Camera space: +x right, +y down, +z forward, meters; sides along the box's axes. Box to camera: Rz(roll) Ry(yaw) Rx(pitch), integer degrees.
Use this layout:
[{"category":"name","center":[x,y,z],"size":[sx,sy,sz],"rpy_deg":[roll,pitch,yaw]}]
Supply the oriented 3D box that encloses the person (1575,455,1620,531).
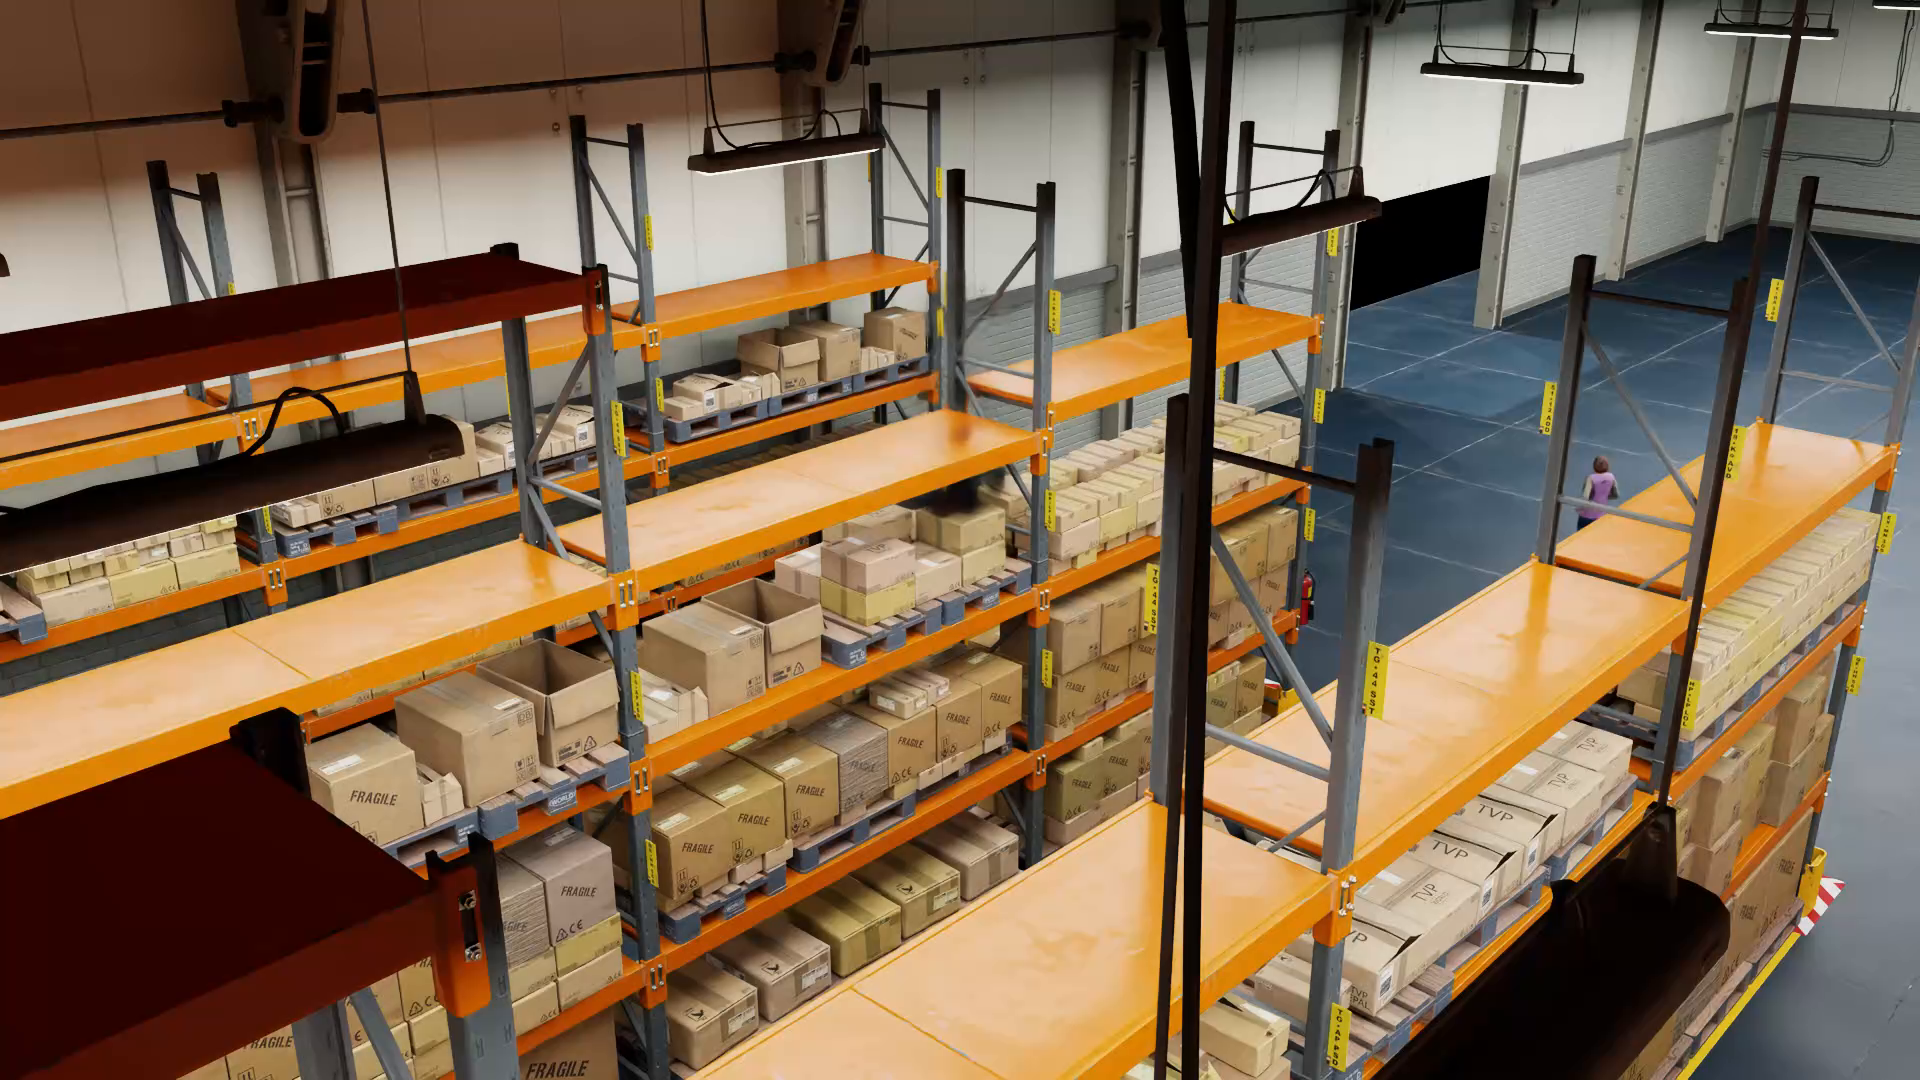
[{"category":"person","center":[7.887,-0.286,20.632],"size":[0.542,1.540,0.625],"rpy_deg":[-4,22,-10]}]
